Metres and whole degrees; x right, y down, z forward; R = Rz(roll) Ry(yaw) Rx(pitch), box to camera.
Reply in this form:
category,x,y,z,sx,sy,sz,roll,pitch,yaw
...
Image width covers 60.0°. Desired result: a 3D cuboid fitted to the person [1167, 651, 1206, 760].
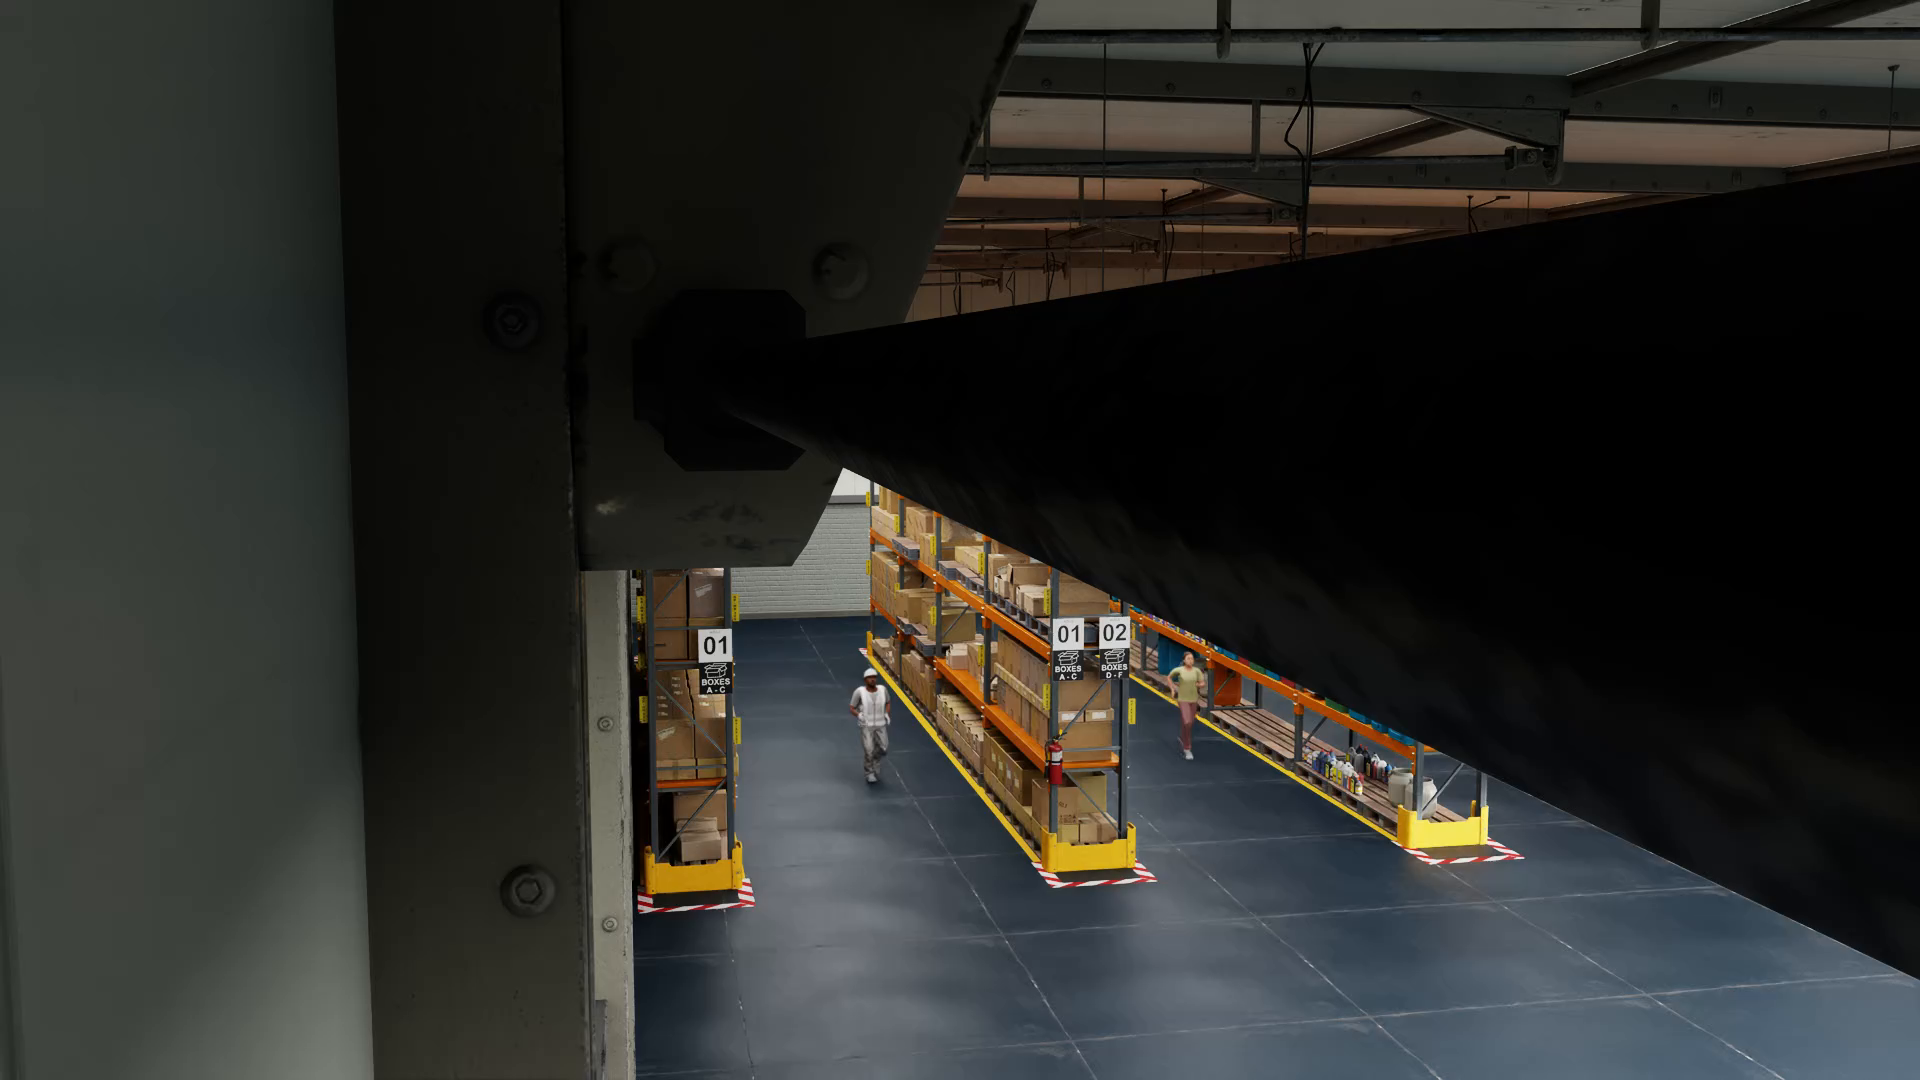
category,x,y,z,sx,sy,sz,roll,pitch,yaw
person,3.711,2.658,27.119,0.552,1.715,0.830,-2,6,-15

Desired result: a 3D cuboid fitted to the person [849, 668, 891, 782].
category,x,y,z,sx,sy,sz,roll,pitch,yaw
person,-1.330,2.823,25.312,0.675,1.734,0.608,-2,6,-18
